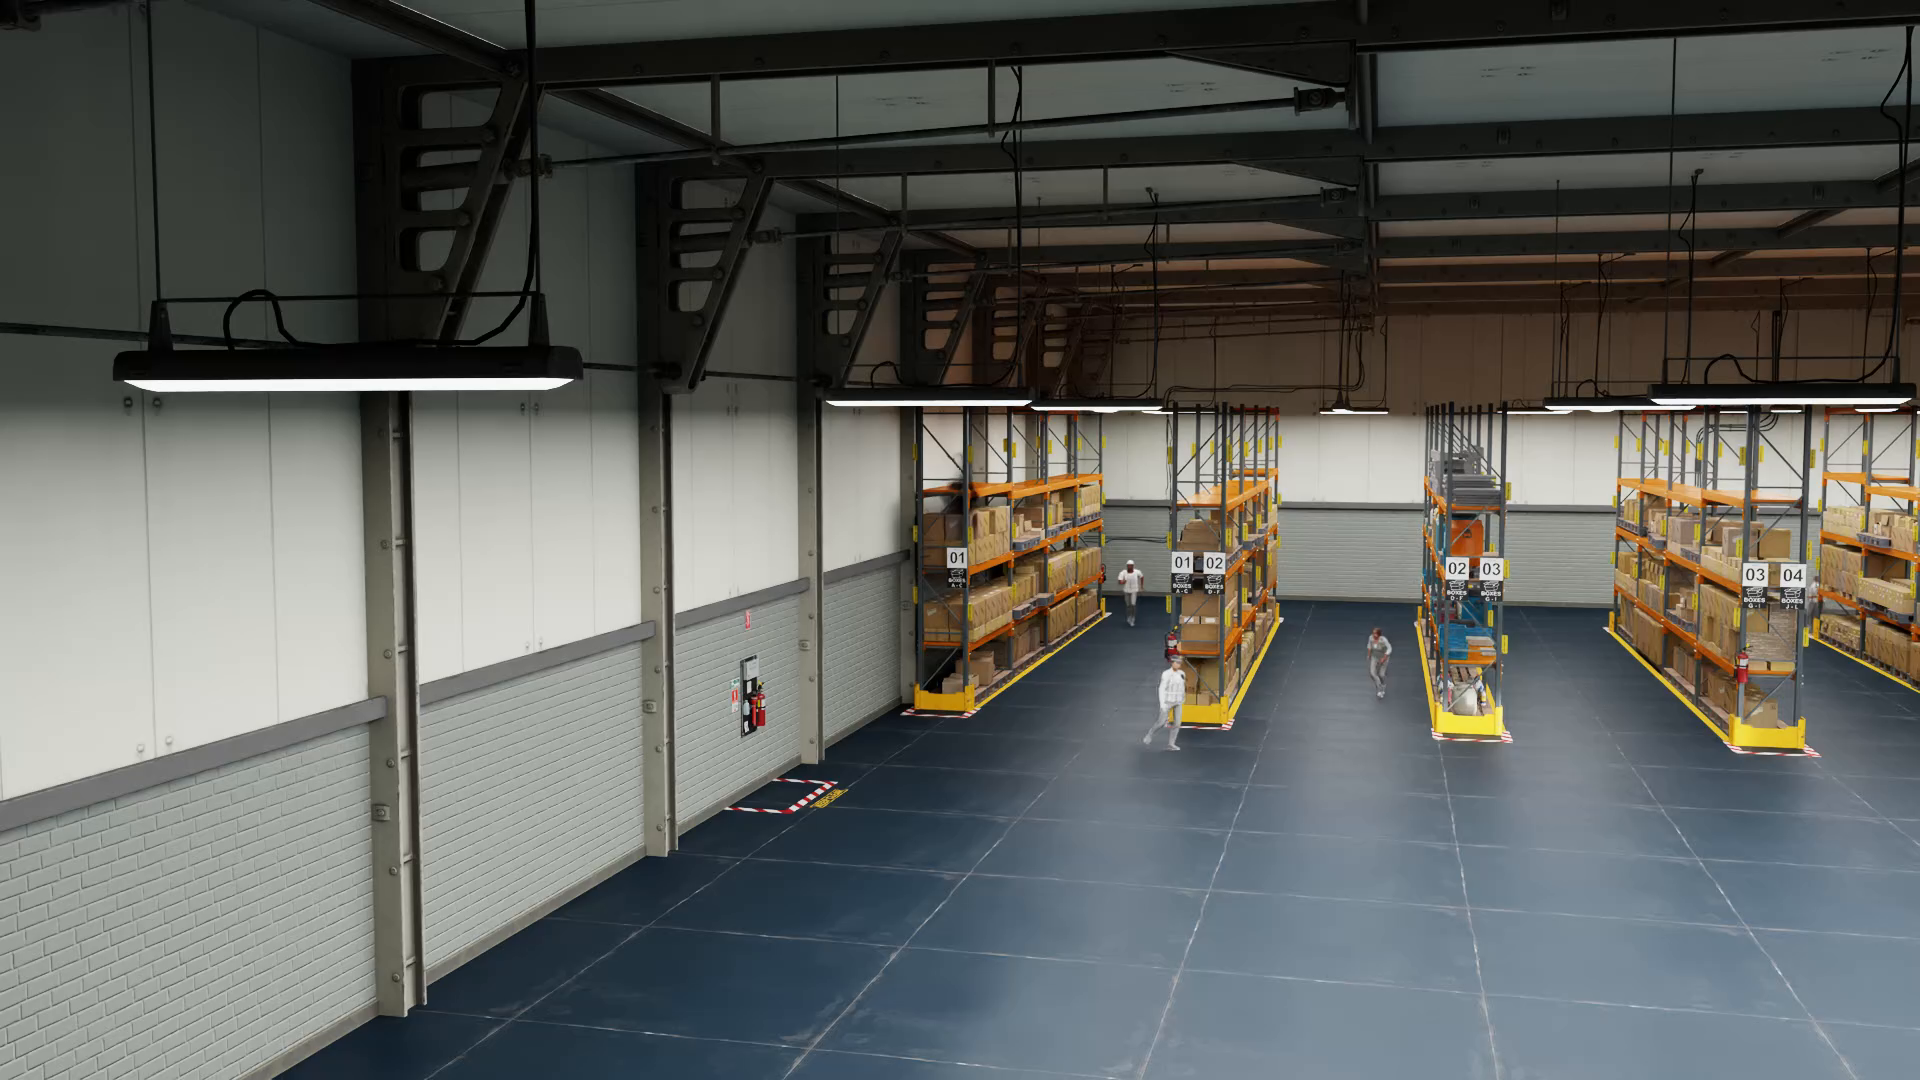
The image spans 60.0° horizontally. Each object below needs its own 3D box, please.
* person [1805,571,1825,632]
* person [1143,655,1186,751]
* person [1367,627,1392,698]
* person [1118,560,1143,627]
[{"bbox_3d":[22.754,1.665,44.068,0.747,1.690,0.619,0,4,-6],"label":"person"},{"bbox_3d":[3.540,2.778,28.582,0.654,1.649,0.555,-2,5,-21],"label":"person"},{"bbox_3d":[8.663,2.493,34.211,0.529,1.493,0.916,3,5,32],"label":"person"},{"bbox_3d":[4.691,1.454,45.784,0.676,1.823,0.868,1,4,13],"label":"person"}]
